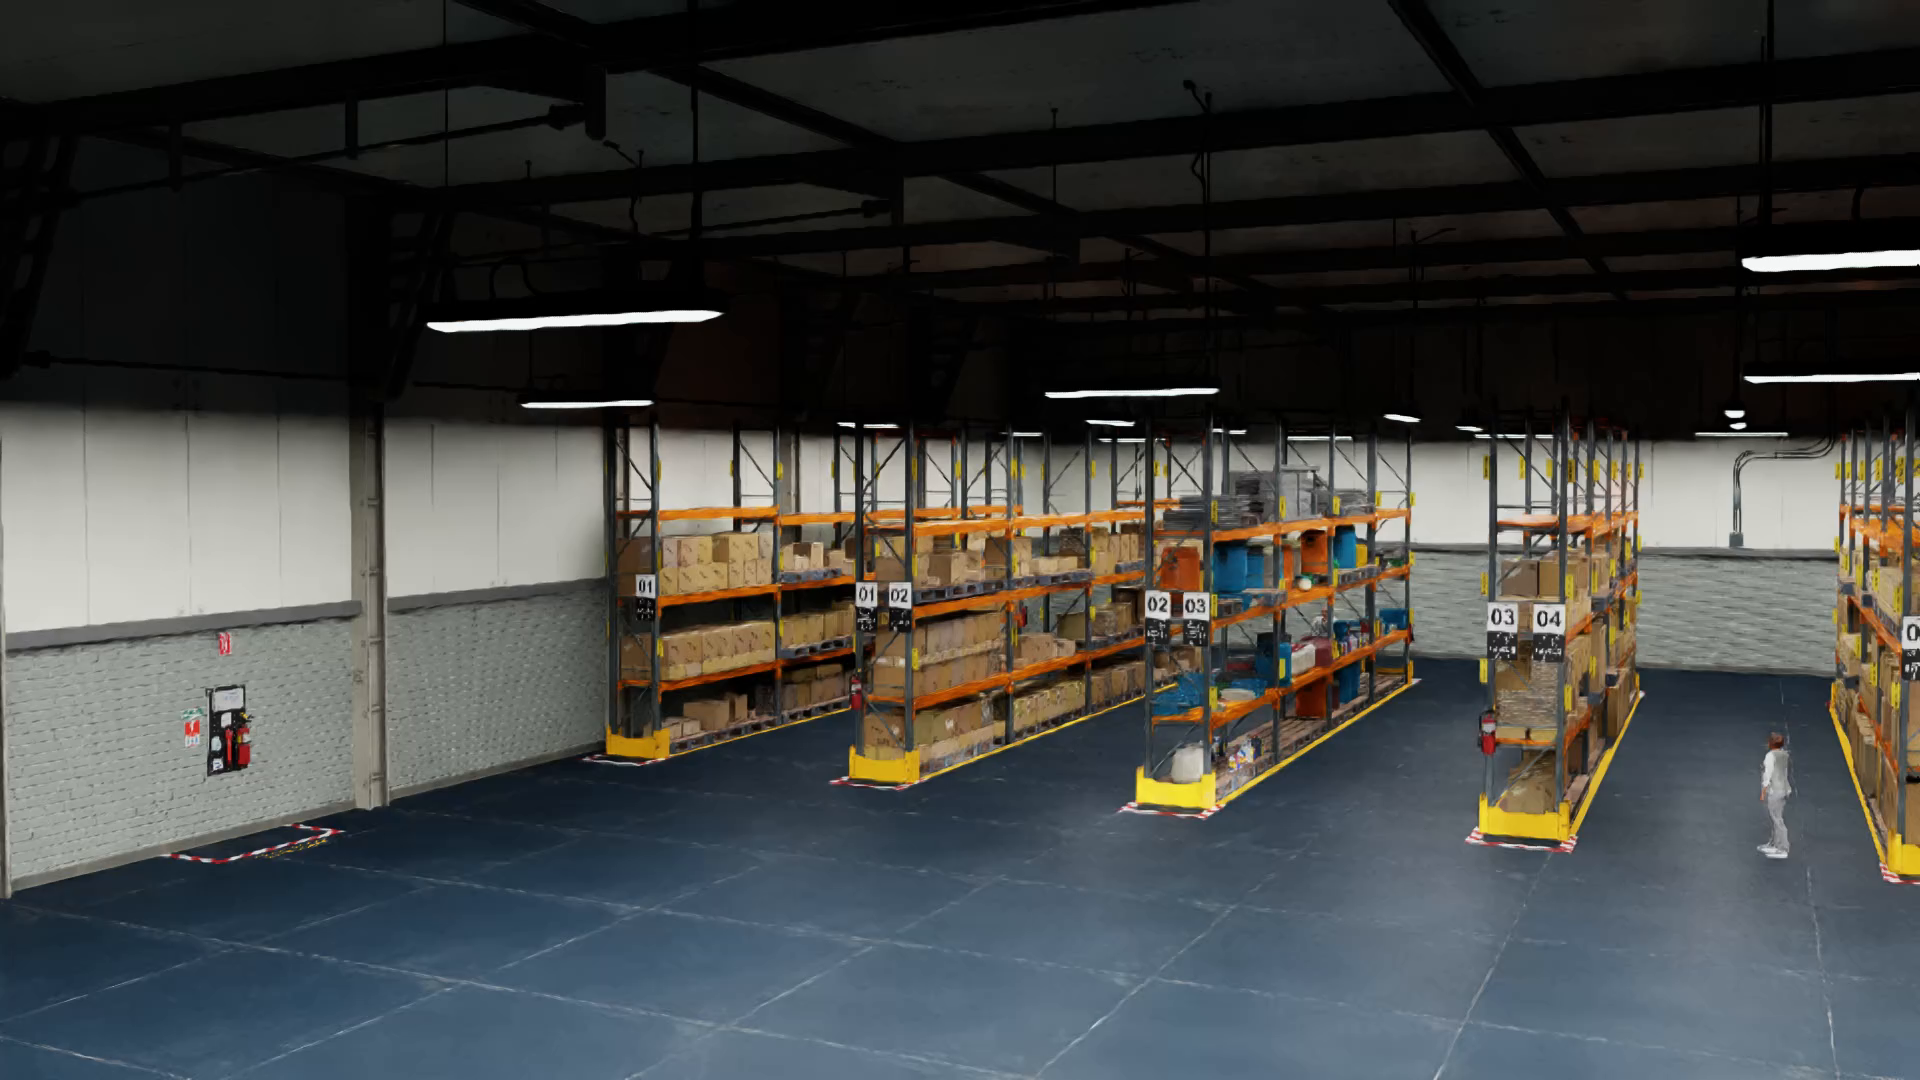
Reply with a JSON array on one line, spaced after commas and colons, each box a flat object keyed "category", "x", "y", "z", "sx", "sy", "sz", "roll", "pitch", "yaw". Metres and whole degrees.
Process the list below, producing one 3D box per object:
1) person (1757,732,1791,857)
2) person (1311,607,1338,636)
[{"category": "person", "x": 10.589, "y": 3.284, "z": 21.601, "sx": 0.491, "sy": 1.596, "sz": 0.511, "roll": -2, "pitch": 3, "yaw": -35}, {"category": "person", "x": 8.812, "y": 2.551, "z": 40.063, "sx": 0.729, "sy": 1.545, "sz": 0.546, "roll": 1, "pitch": 3, "yaw": 25}]
